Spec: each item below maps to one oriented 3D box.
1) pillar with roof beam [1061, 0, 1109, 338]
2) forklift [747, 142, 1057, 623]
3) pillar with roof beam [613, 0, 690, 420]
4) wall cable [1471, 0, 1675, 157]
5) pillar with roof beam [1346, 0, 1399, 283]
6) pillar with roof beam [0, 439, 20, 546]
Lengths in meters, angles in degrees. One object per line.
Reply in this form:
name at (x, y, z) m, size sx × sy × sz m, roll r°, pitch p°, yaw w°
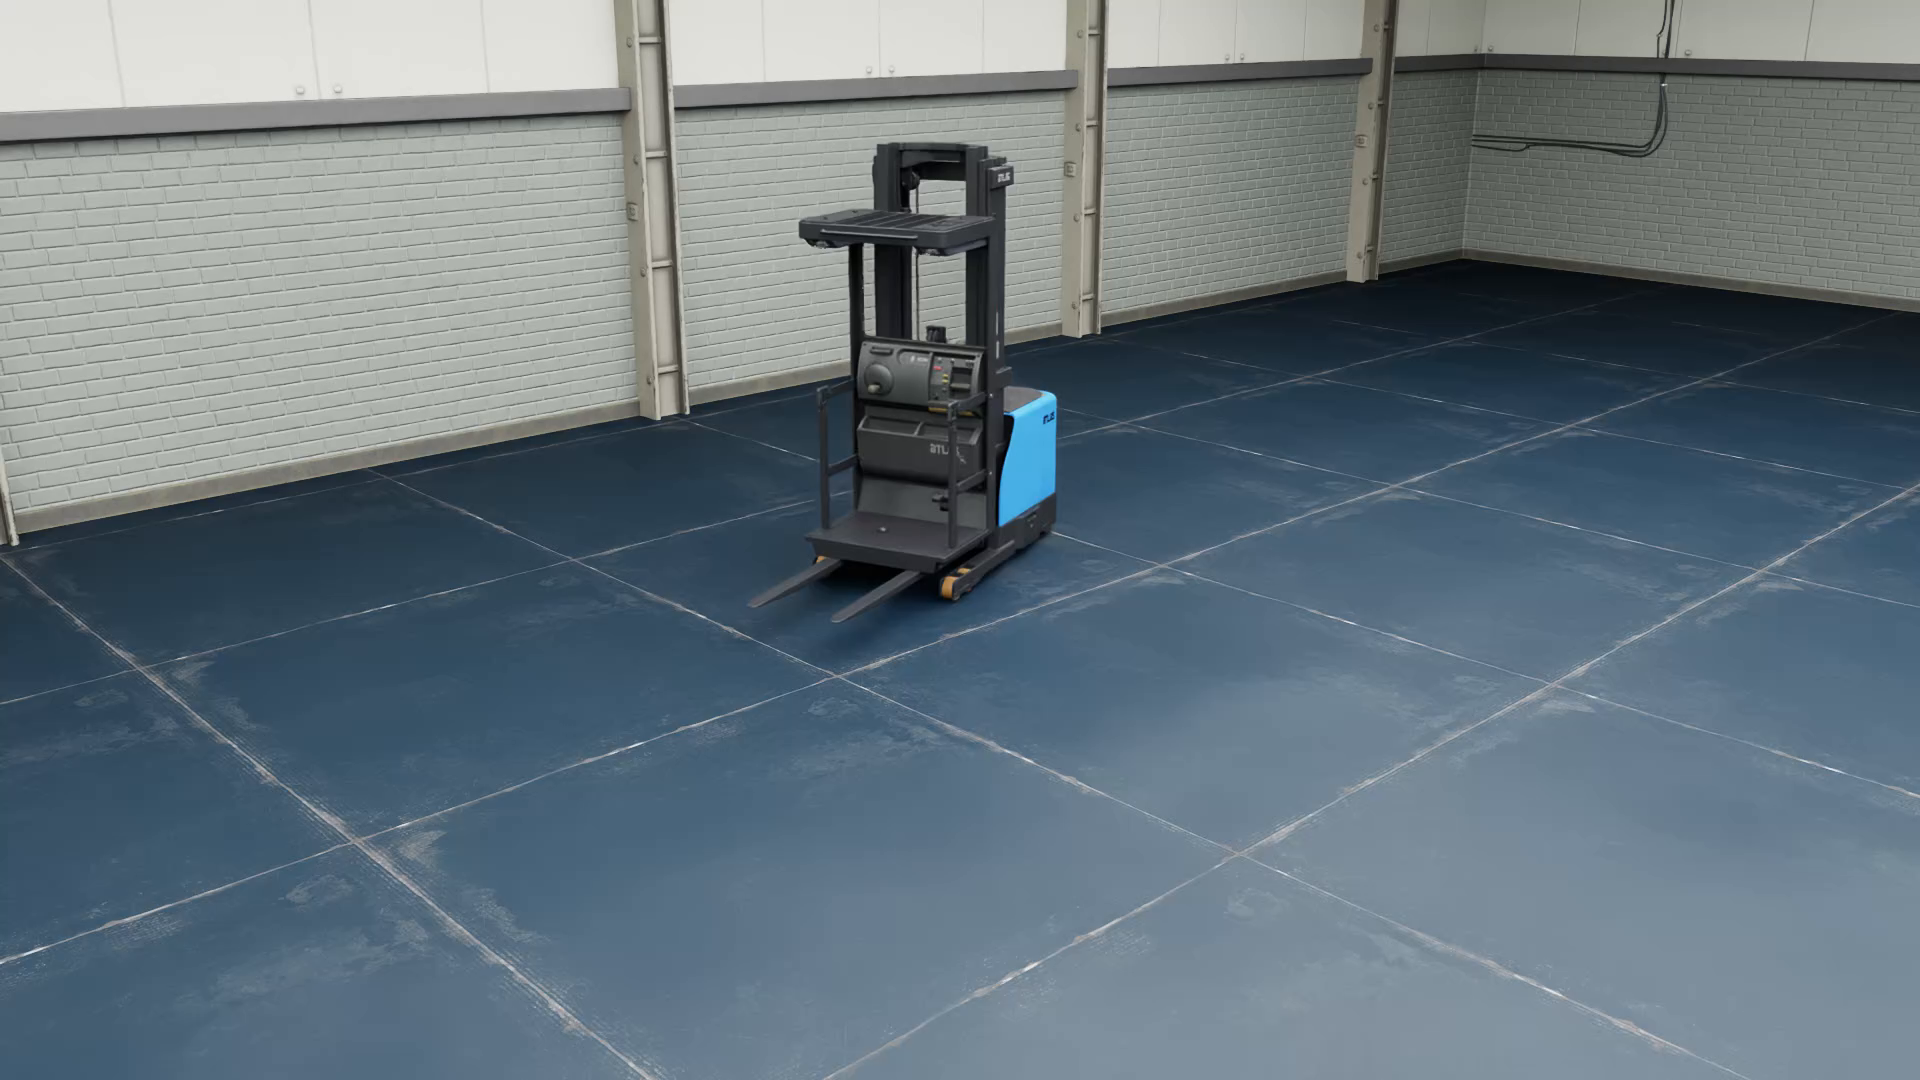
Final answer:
pillar with roof beam at (4.422, -5.821, 15.847) m, size 0.400 × 9.000 × 9.100 m, roll -16°, pitch 24°, yaw -41°
forklift at (-0.374, -1.140, 11.248) m, size 1.130 × 2.935 × 3.031 m, roll 9°, pitch 20°, yaw 25°
pillar with roof beam at (0.062, -4.549, 11.925) m, size 0.400 × 9.000 × 9.100 m, roll -16°, pitch 24°, yaw -41°
wall cable at (8.873, -6.908, 24.234) m, size 0.112 × 2.526 × 3.097 m, roll -16°, pitch 24°, yaw -41°
pillar with roof beam at (8.781, -7.092, 19.768) m, size 0.400 × 9.000 × 9.100 m, roll -16°, pitch 24°, yaw -41°
pillar with roof beam at (-4.298, -3.278, 8.004) m, size 0.400 × 9.000 × 9.100 m, roll -16°, pitch 24°, yaw -41°
